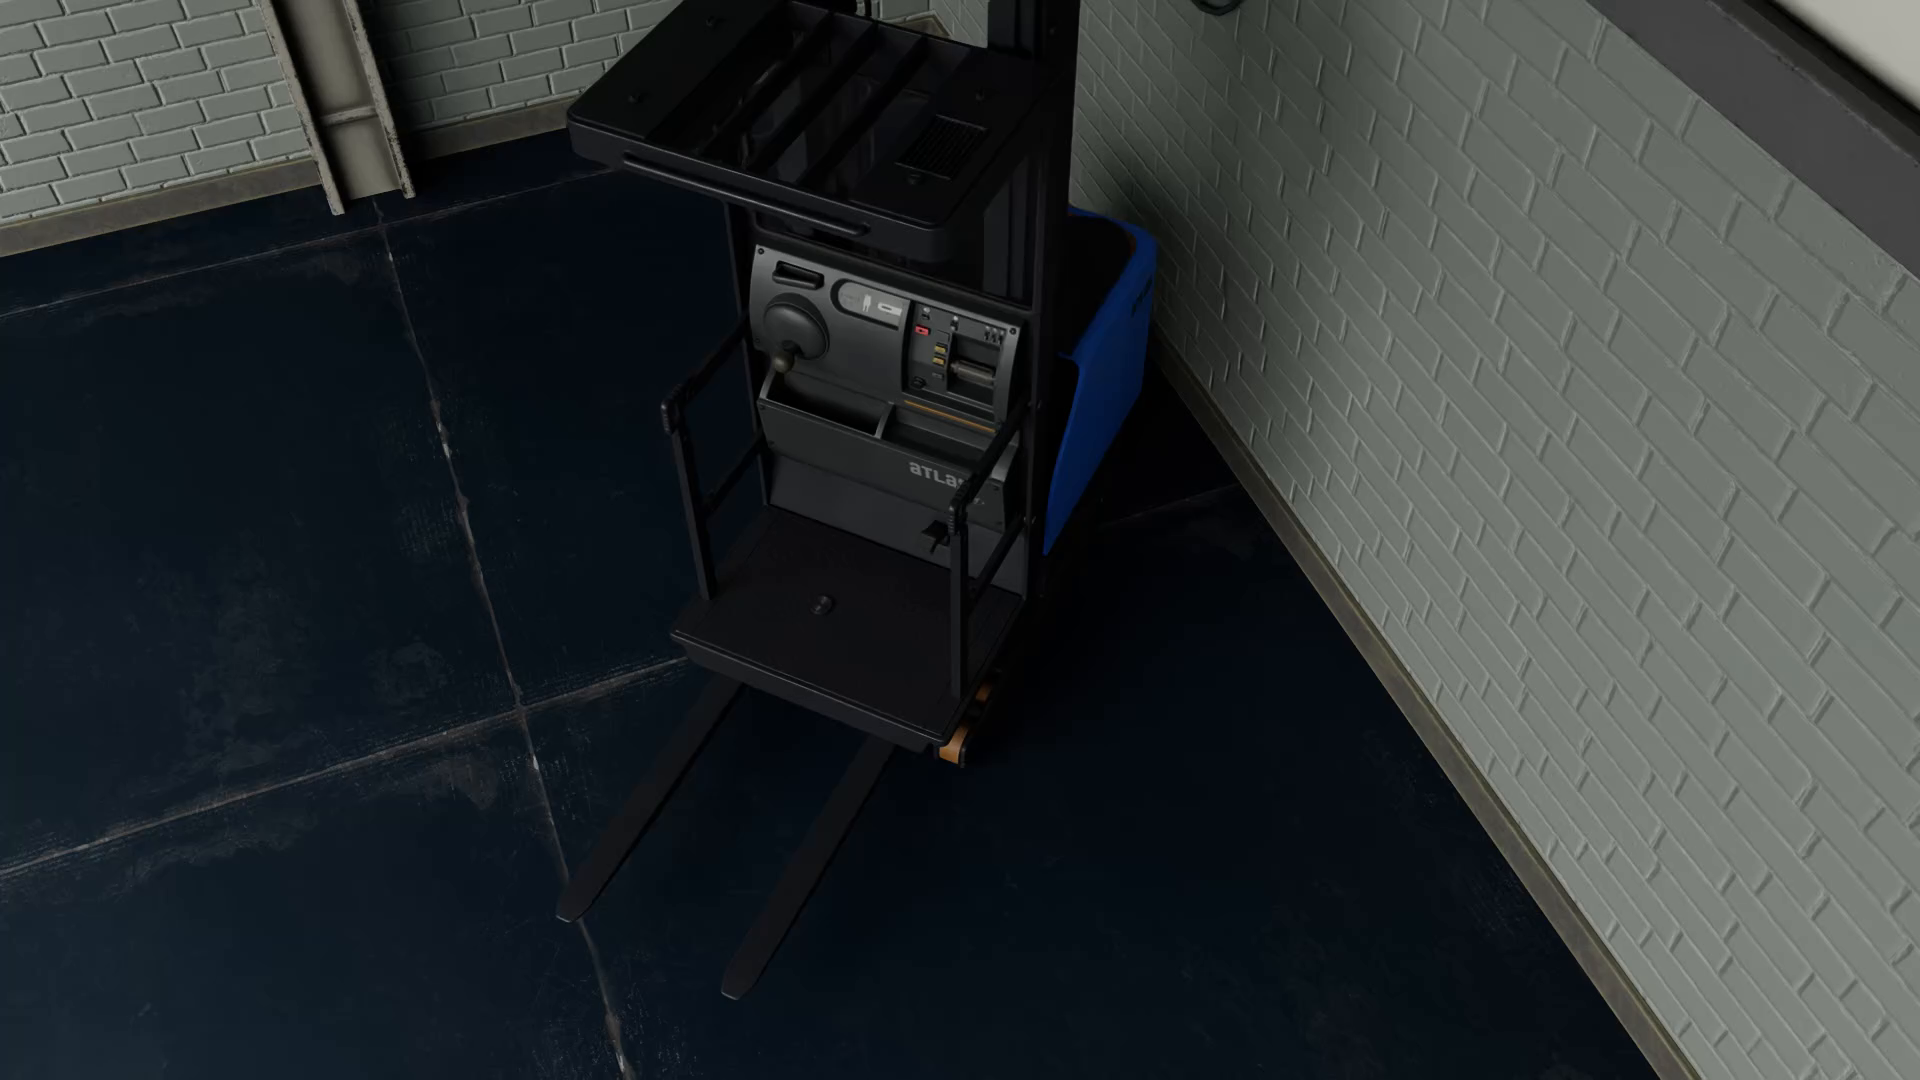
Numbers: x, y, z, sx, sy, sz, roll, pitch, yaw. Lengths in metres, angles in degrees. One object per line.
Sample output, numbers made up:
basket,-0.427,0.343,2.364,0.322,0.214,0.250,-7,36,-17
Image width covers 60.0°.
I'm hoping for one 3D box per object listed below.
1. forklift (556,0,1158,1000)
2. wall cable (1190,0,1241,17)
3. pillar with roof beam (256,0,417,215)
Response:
forklift,-0.336,-0.547,5.129,1.130,2.935,3.031,20,52,16
wall cable,0.369,-3.546,5.751,0.112,2.526,3.097,-17,52,-14
pillar with roof beam,-1.230,-1.618,2.049,0.400,9.000,9.100,-17,52,-14
